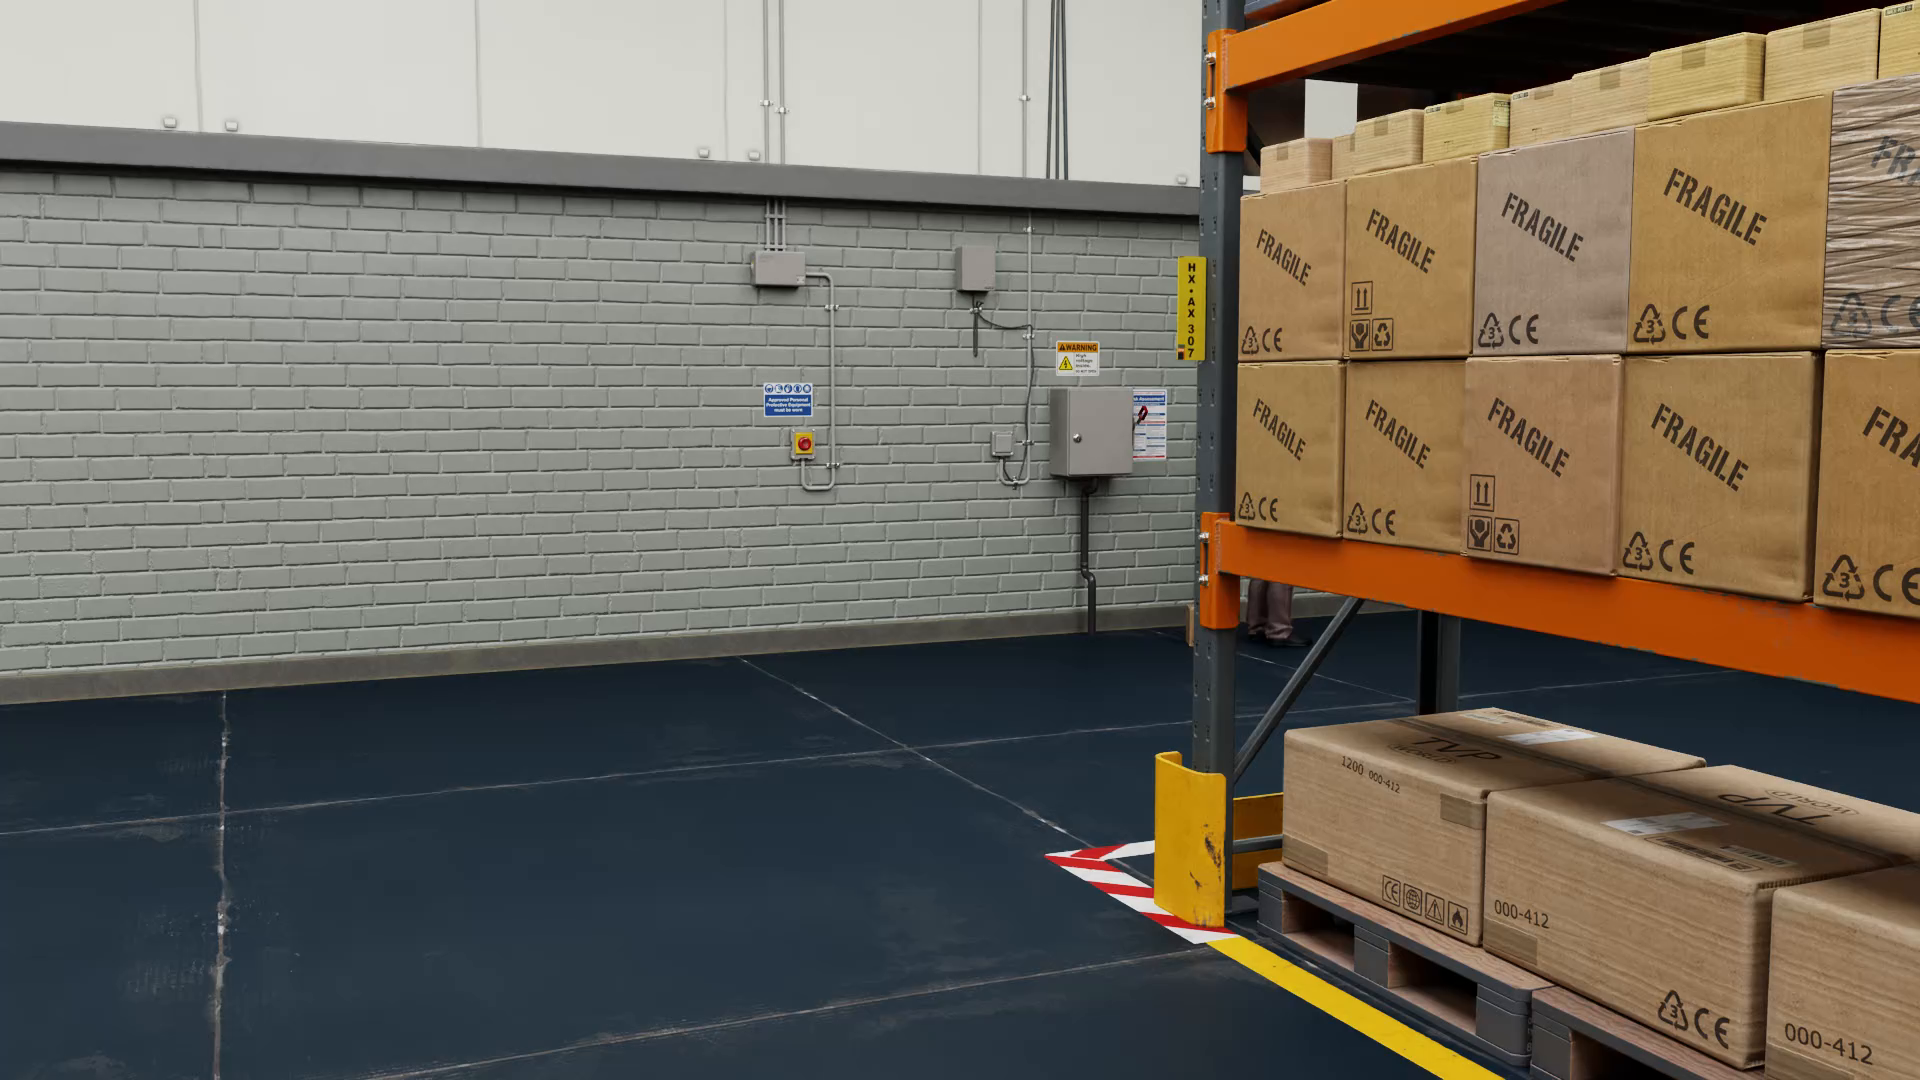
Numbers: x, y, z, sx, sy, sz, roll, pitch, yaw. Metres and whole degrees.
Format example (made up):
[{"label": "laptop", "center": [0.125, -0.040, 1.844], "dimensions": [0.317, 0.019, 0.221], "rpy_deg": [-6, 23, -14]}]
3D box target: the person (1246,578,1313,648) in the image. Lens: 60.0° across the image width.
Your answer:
[{"label": "person", "center": [2.106, -0.161, 11.072], "dimensions": [0.369, 1.724, 0.532], "rpy_deg": [-2, 6, -22]}]
